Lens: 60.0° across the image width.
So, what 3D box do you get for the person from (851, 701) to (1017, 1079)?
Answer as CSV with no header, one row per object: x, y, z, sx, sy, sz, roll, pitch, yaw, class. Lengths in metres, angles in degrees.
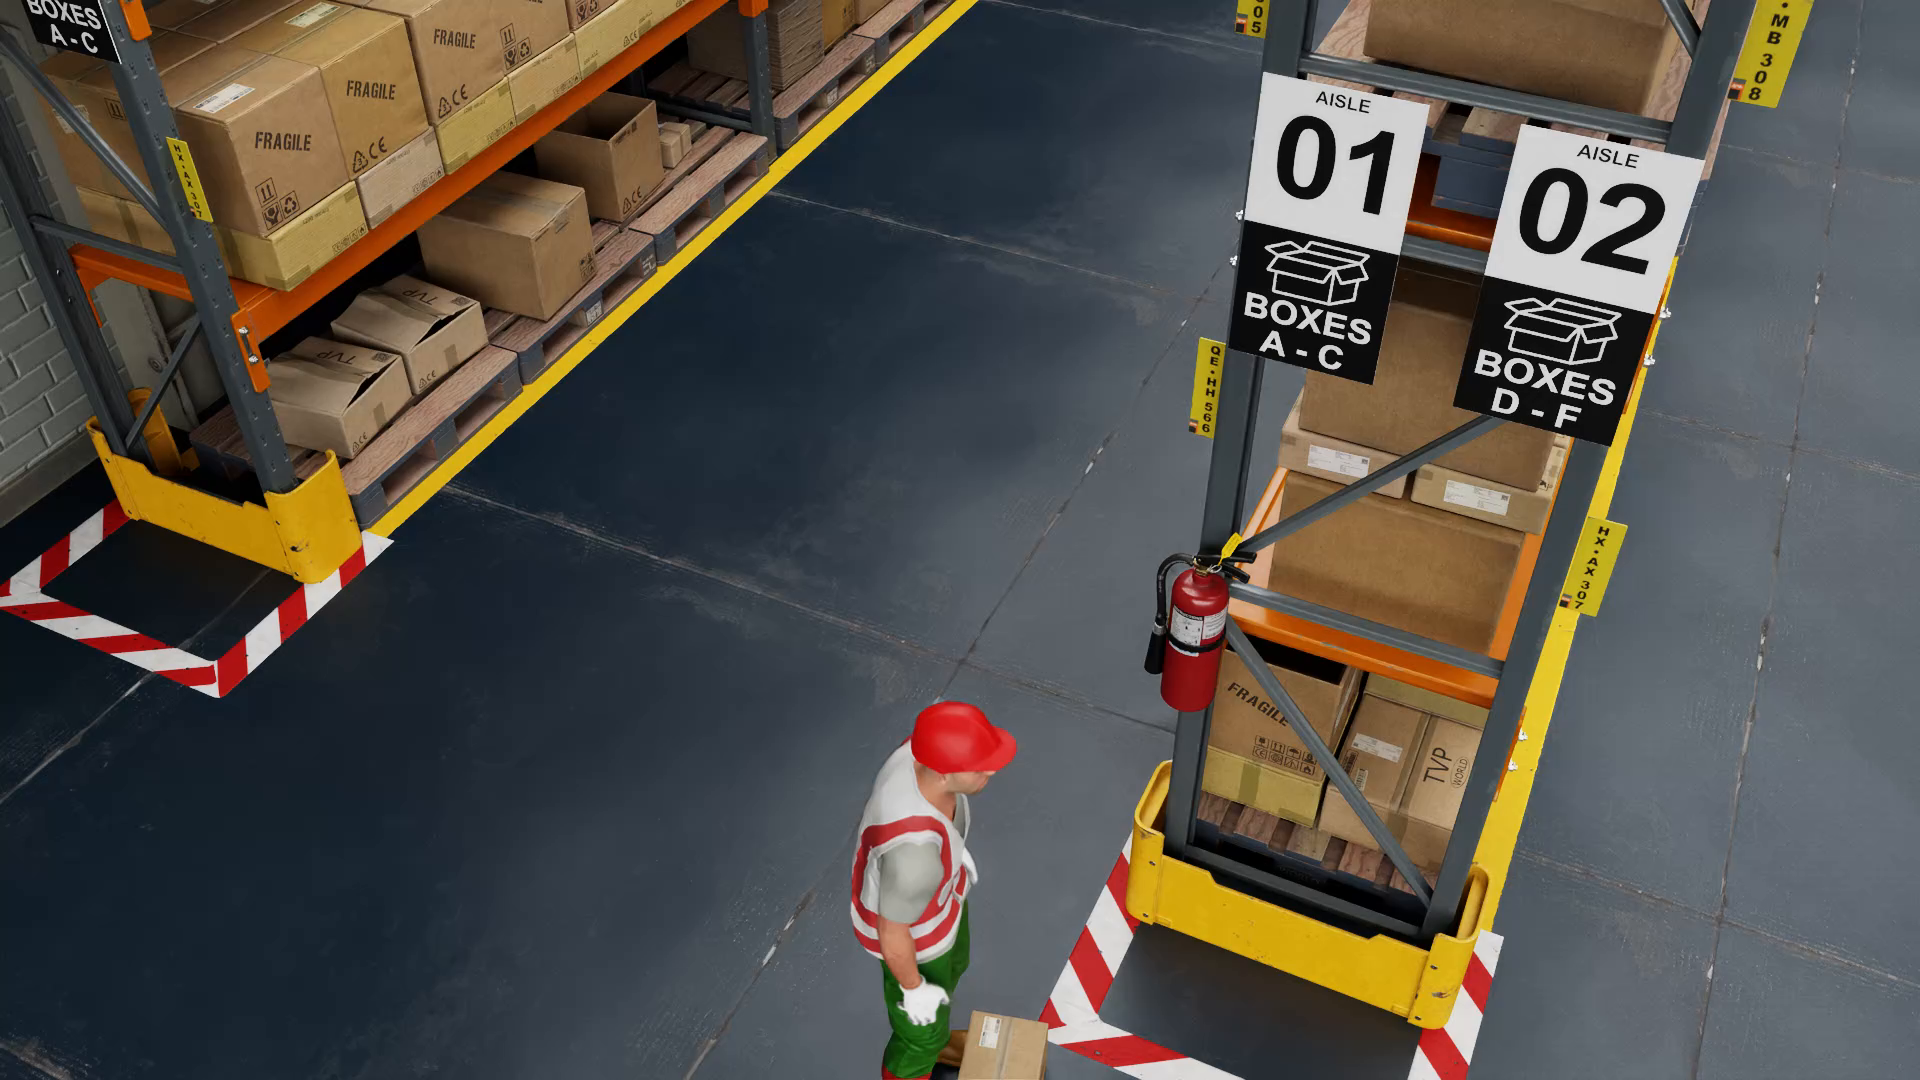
-0.078,1.116,4.892,0.455,1.779,0.619,8,42,9,person
